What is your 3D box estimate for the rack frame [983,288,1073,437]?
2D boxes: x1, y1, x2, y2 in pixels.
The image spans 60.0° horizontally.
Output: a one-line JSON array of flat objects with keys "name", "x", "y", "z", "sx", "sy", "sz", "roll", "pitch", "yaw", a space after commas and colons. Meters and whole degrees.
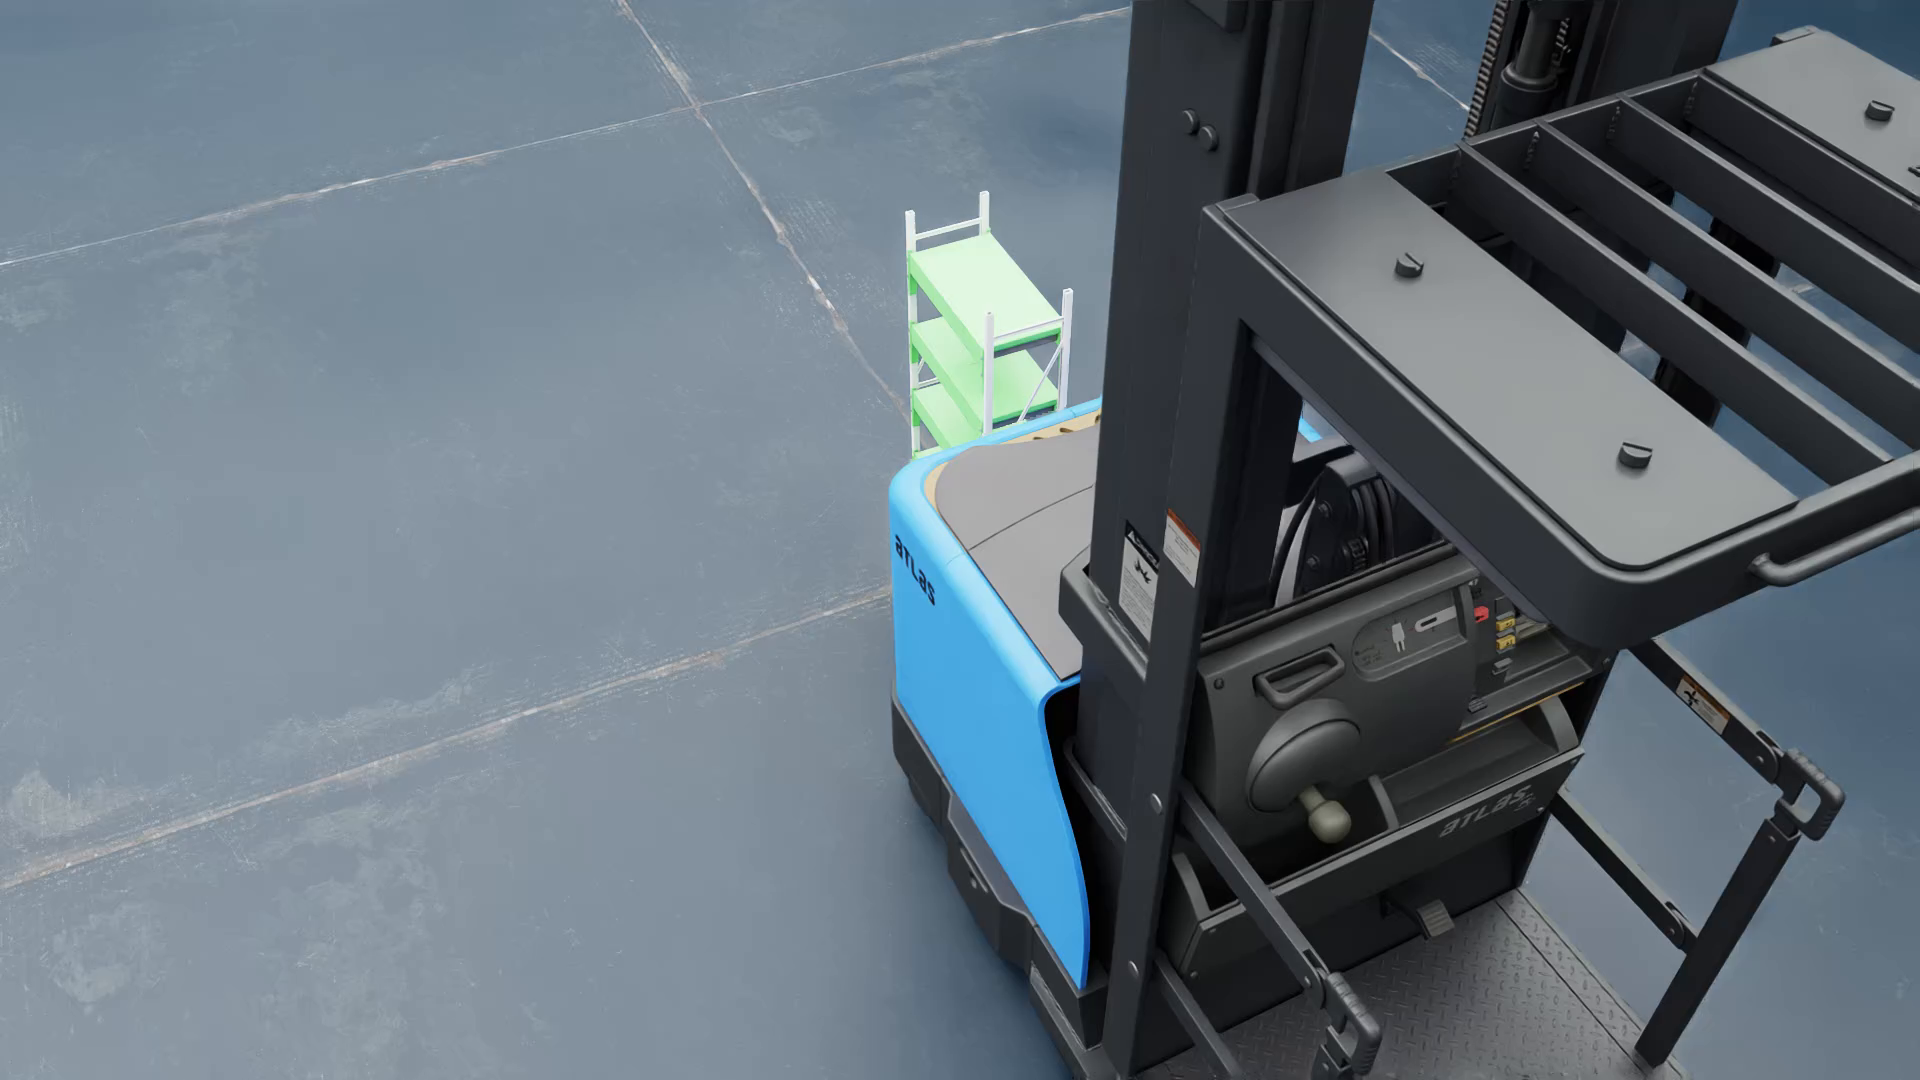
[{"name": "rack frame", "x": 0.172, "y": -0.166, "z": 4.564, "sx": 0.240, "sy": 1.200, "sz": 0.015, "roll": -18, "pitch": 47, "yaw": -17}]

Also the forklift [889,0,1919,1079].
[{"name": "forklift", "x": 0.933, "y": 0.322, "z": 2.837, "sx": 1.130, "sy": 2.935, "sz": 3.031, "roll": -20, "pitch": 48, "yaw": -19}]

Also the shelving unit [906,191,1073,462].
[{"name": "shelving unit", "x": 0.070, "y": -0.322, "z": 4.722, "sx": 0.258, "sy": 1.200, "sz": 0.503, "roll": -18, "pitch": 47, "yaw": -17}]

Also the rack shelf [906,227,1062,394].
[{"name": "rack shelf", "x": 0.070, "y": -0.618, "z": 4.429, "sx": 0.258, "sy": 0.148, "sz": 0.480, "roll": -18, "pitch": 47, "yaw": -17}]

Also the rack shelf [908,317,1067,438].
[{"name": "rack shelf", "x": 0.070, "y": -0.447, "z": 4.598, "sx": 0.258, "sy": 0.148, "sz": 0.480, "roll": -18, "pitch": 47, "yaw": -17}]

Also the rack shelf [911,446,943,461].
[{"name": "rack shelf", "x": 0.070, "y": -0.105, "z": 4.935, "sx": 0.258, "sy": 0.148, "sz": 0.480, "roll": -18, "pitch": 47, "yaw": -17}]

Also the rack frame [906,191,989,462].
[{"name": "rack frame", "x": -0.033, "y": -0.477, "z": 4.879, "sx": 0.240, "sy": 1.200, "sz": 0.015, "roll": -18, "pitch": 47, "yaw": -17}]

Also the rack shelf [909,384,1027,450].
[{"name": "rack shelf", "x": 0.070, "y": -0.276, "z": 4.767, "sx": 0.258, "sy": 0.148, "sz": 0.480, "roll": -18, "pitch": 47, "yaw": -17}]
